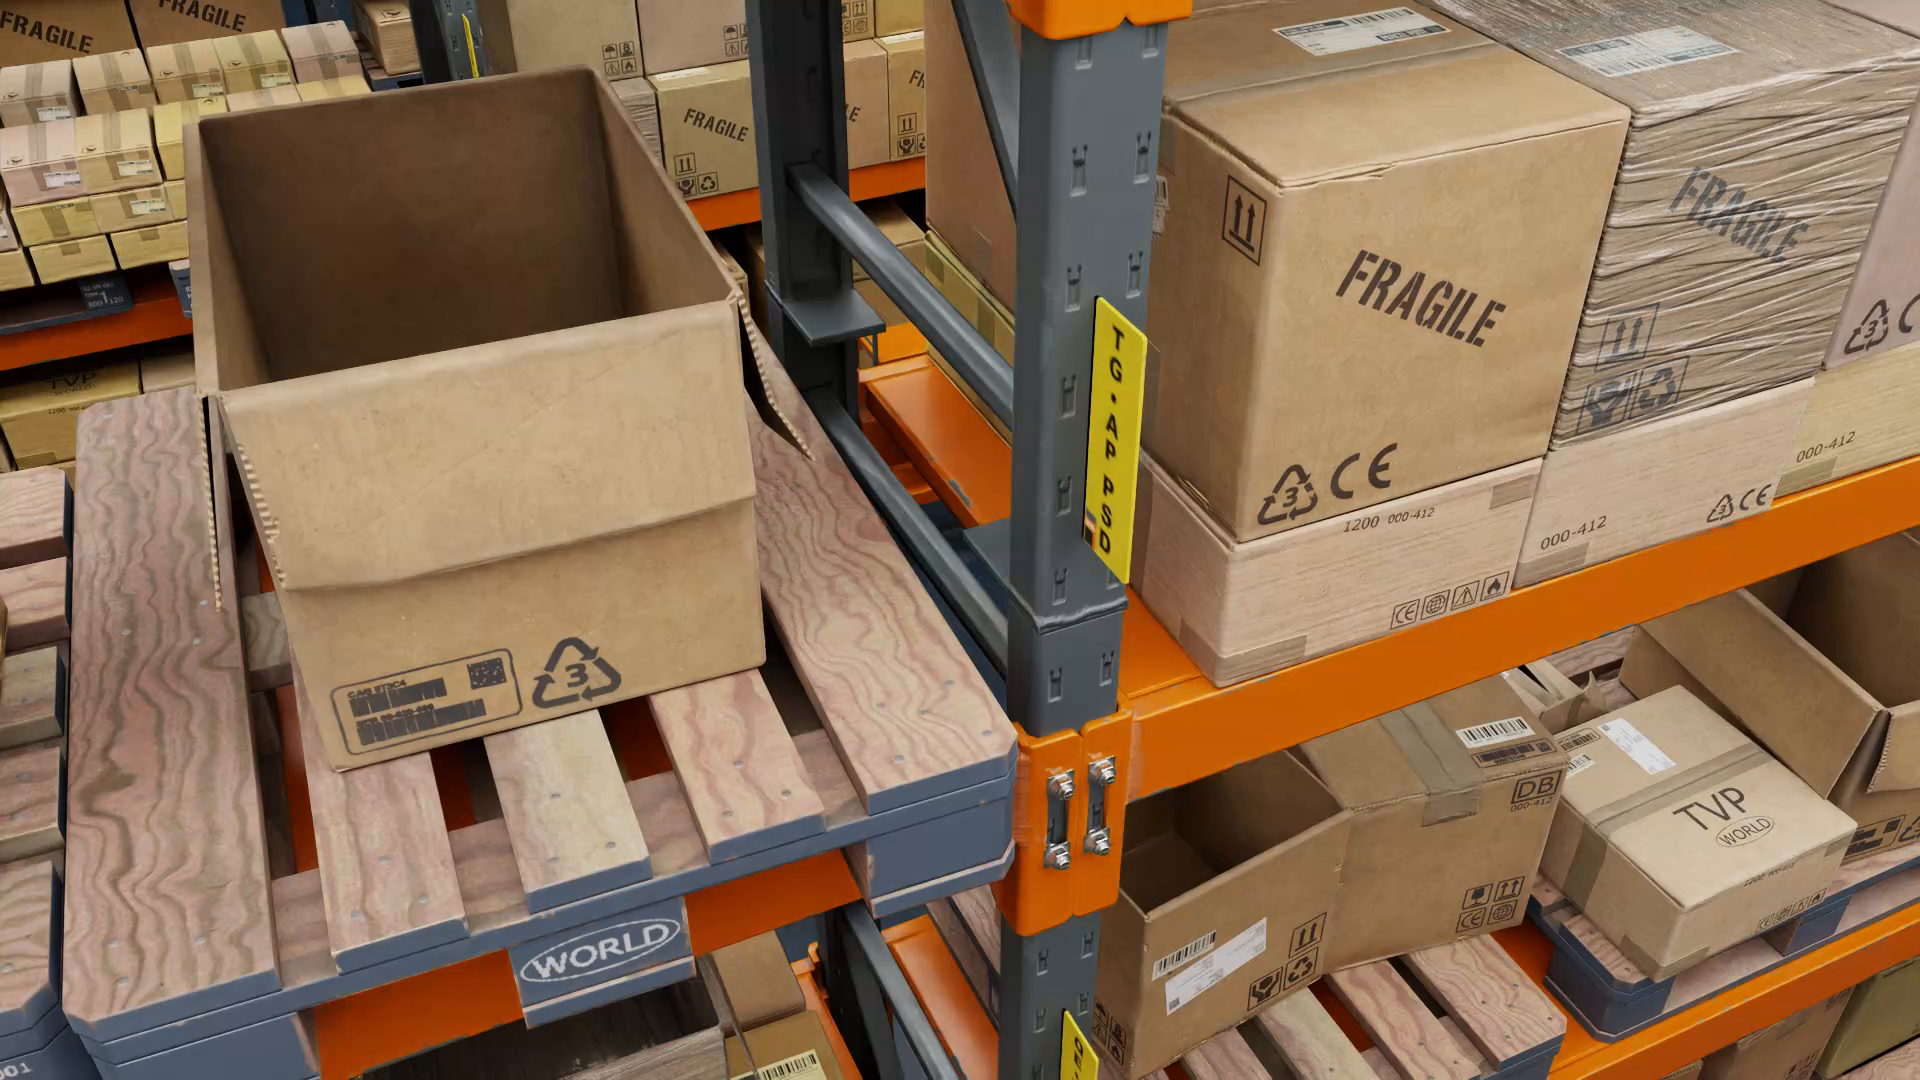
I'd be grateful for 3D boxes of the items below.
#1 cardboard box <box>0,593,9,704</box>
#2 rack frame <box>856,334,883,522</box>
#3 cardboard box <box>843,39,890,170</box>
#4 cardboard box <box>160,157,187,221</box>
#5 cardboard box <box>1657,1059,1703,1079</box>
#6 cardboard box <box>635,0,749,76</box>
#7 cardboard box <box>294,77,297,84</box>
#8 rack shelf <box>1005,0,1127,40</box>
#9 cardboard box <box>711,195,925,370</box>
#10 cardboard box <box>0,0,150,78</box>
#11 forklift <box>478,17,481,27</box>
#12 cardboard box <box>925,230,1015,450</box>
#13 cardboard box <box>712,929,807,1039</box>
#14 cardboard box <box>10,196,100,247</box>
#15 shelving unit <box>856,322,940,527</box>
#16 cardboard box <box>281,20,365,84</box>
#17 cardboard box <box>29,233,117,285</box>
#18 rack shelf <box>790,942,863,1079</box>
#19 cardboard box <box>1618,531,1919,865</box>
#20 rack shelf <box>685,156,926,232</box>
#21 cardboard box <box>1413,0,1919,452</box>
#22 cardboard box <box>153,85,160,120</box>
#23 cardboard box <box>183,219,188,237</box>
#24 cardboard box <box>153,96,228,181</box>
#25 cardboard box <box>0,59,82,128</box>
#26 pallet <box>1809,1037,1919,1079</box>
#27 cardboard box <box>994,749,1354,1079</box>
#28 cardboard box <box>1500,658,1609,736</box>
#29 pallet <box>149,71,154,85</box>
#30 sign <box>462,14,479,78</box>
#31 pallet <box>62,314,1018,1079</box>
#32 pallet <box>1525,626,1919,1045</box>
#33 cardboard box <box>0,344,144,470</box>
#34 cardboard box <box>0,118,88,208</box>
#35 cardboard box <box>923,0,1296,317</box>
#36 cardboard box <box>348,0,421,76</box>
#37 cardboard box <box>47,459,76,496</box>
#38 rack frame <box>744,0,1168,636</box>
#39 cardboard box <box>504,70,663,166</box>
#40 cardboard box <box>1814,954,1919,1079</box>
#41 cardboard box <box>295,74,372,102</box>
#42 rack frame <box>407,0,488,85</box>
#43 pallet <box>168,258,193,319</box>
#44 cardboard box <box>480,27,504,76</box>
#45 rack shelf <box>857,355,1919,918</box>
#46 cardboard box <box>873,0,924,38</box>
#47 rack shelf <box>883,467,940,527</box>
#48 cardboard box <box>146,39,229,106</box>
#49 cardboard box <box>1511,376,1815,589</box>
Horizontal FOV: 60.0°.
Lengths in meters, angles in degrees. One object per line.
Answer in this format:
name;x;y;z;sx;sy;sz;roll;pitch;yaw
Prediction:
cardboard box;-1.323;0.083;1.665;0.500;0.500;0.500;-14;39;-18
rack frame;-0.371;-0.378;6.753;0.015;1.200;0.240;-16;39;-20
cardboard box;-0.636;-1.929;7.248;0.500;0.500;0.500;-16;39;-20
cardboard box;-2.805;-1.343;6.151;0.250;0.149;0.380;-15;39;-19
cardboard box;1.548;1.390;4.587;0.500;0.500;0.700;-12;38;-16
cardboard box;-1.205;-2.341;6.966;0.500;0.500;0.700;-16;40;-21
cardboard box;-2.596;-1.836;6.816;0.250;0.149;0.380;-14;39;-18
rack shelf;-1.868;-0.416;1.197;4.000;0.370;1.077;-16;39;-20
cardboard box;-0.694;-1.257;7.962;0.750;0.750;1.050;-15;39;-19
cardboard box;-5.738;-3.268;10.570;0.875;0.875;0.875;-15;39;-19
forklift;-1.445;-3.406;9.382;3.031;2.935;1.130;-19;40;-23
cardboard box;0.269;-0.359;2.825;0.500;0.250;0.500;-16;39;-20
cardboard box;-0.613;0.974;3.335;0.500;0.500;0.500;-14;39;-19
cardboard box;-3.258;-1.218;5.983;0.250;0.149;0.380;-16;39;-20
shelving unit;-0.150;-0.440;6.836;0.503;1.200;0.258;-16;39;-20
cardboard box;-2.578;-1.956;6.728;0.250;0.149;0.380;-16;39;-20
cardboard box;-3.253;-1.100;6.074;0.250;0.149;0.380;-17;40;-22
rack shelf;-1.868;1.833;2.865;4.000;0.370;1.077;-16;39;-20
cardboard box;2.034;0.304;3.883;0.637;0.503;0.797;-12;38;-15
rack shelf;-0.263;-1.880;7.871;4.000;0.370;1.077;-16;39;-20
cardboard box;0.938;-0.515;2.405;0.500;0.500;0.500;-15;39;-20
cardboard box;-3.081;-1.697;6.628;0.250;0.149;0.380;-17;40;-21
cardboard box;-2.783;-1.230;6.249;0.250;0.149;0.380;-15;39;-19
cardboard box;-2.788;-1.469;6.072;0.250;0.149;0.380;-14;39;-19
cardboard box;-3.524;-1.692;6.372;0.250;0.149;0.380;-14;39;-18
pallet;2.859;1.343;5.262;1.213;0.211;1.003;-16;39;-20
cardboard box;0.414;0.671;3.392;0.500;0.500;0.500;-21;41;-25
cardboard box;1.337;0.355;4.013;0.258;0.266;0.396;-17;40;-21
pallet;-5.014;-3.028;11.155;1.213;0.211;1.003;-16;39;-20
sign;-1.834;-1.806;6.261;0.005;0.325;0.100;-16;39;-20
pallet;-0.618;0.100;2.237;1.003;0.211;1.213;-14;39;-18
pallet;1.717;0.592;4.096;1.213;0.211;1.003;-16;39;-20
cardboard box;-3.500;-0.560;6.604;0.500;0.250;0.500;-15;39;-19
cardboard box;-3.249;-1.342;5.900;0.250;0.149;0.380;-16;39;-20
cardboard box;0.268;-0.664;2.605;0.500;0.500;0.500;-15;39;-19
cardboard box;-3.752;-3.557;11.382;0.625;0.372;0.950;-18;40;-23
cardboard box;-3.501;-0.248;6.812;0.500;0.500;0.500;-17;40;-22
rack frame;-0.057;-1.372;1.546;0.127;3.000;1.000;-16;39;-20
cardboard box;-1.552;-1.671;6.901;0.500;0.500;0.500;-15;39;-19
cardboard box;2.559;1.107;4.969;0.500;0.500;0.700;-16;39;-20
cardboard box;-2.322;-1.598;6.246;0.250;0.149;0.380;-17;40;-22
rack frame;-2.073;-1.663;6.974;0.127;3.000;1.000;-16;39;-20
pallet;-2.673;-1.348;6.710;1.003;0.211;1.213;-16;39;-20
cardboard box;-1.780;-1.962;7.293;0.500;0.500;0.500;-16;39;-20
rack shelf;1.753;-0.384;3.336;4.000;0.370;1.077;-16;39;-20
cardboard box;-0.279;-2.602;7.317;0.500;0.500;0.700;-16;39;-20
rack shelf;-0.150;-0.226;6.994;0.480;0.148;0.258;-16;39;-20
cardboard box;-3.040;-1.828;6.555;0.250;0.149;0.380;-16;39;-20
cardboard box;0.941;-0.218;2.634;0.500;0.250;0.500;-15;39;-19
